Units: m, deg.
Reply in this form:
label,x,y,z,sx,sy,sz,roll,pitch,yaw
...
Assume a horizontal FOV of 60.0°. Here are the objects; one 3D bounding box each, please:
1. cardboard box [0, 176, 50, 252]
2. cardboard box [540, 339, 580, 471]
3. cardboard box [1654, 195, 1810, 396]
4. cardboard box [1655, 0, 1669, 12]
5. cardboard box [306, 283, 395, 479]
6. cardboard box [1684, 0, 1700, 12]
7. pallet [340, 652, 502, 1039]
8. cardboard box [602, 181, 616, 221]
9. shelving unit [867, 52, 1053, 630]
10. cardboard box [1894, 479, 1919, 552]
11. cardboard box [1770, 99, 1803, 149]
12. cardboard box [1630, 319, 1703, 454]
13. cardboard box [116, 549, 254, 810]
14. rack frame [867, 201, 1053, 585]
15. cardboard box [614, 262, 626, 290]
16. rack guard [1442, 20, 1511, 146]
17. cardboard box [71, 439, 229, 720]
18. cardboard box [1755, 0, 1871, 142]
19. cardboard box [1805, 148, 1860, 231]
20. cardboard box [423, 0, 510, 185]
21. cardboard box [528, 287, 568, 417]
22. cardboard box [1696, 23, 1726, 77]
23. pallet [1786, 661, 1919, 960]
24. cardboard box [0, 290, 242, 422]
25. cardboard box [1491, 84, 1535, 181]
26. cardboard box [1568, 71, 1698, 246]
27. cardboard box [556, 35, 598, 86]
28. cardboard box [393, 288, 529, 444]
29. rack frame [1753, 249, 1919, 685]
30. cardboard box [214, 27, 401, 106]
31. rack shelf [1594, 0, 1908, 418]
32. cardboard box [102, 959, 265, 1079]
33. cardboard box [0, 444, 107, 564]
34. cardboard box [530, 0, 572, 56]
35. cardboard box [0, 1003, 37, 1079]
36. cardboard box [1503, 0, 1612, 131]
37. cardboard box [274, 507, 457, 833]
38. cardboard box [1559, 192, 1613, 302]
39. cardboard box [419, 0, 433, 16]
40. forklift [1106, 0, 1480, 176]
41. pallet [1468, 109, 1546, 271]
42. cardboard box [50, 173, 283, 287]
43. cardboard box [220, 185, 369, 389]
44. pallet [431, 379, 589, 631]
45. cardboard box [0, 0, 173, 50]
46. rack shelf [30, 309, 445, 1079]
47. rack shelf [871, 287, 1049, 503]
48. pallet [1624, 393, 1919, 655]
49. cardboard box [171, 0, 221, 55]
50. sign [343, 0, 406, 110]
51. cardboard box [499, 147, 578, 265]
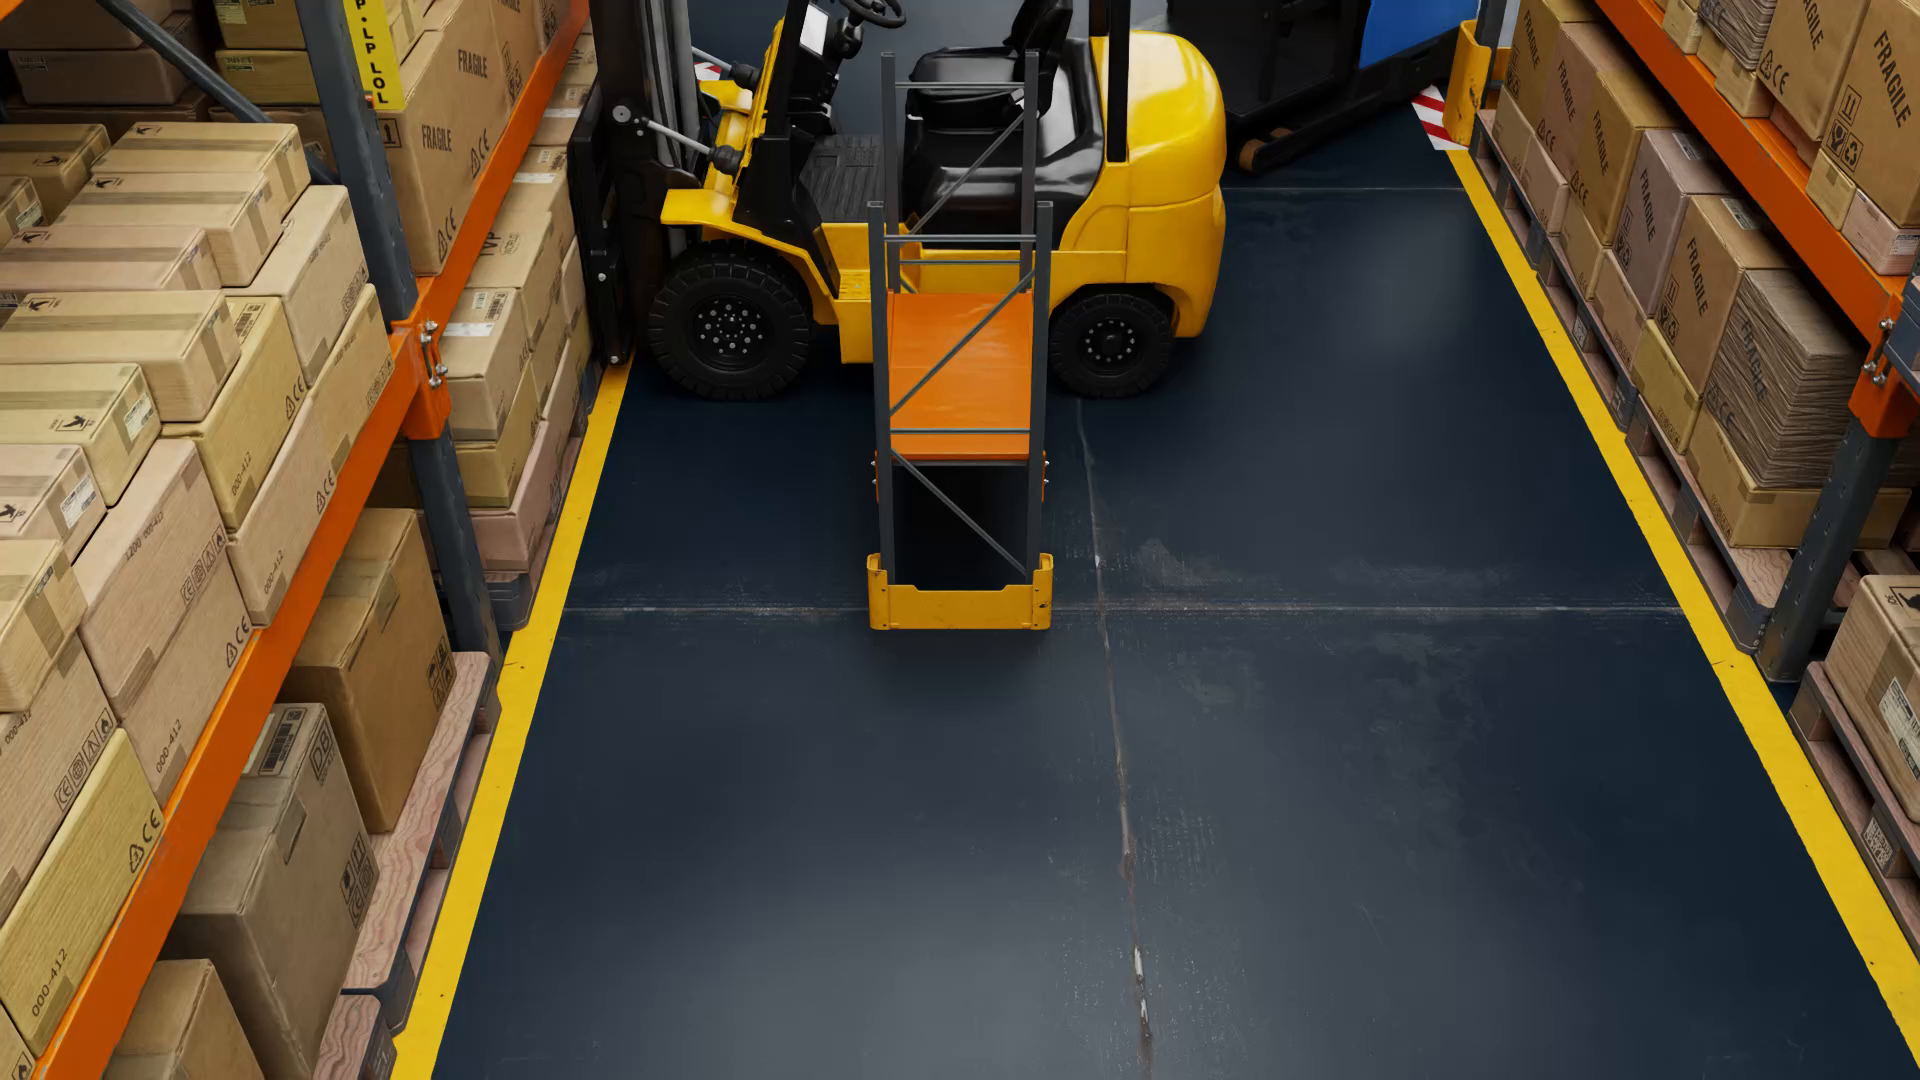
label,x,y,z,sx,sy,sz,roll,pitch,yaw
cardboard box,-2.211,-0.657,3.572,0.380,0.149,0.250,-1,39,-2
cardboard box,-1.630,-0.464,5.793,0.500,0.250,0.500,-1,39,-1
cardboard box,2.747,-0.830,5.650,0.500,0.500,0.500,1,39,1
cardboard box,2.760,-1.975,6.016,0.380,0.149,0.250,-1,39,-1
cardboard box,-1.683,-0.379,3.944,0.500,0.250,0.500,1,39,1
cardboard box,2.752,-2.158,5.726,0.500,0.500,0.500,-1,39,-1
pallet,-1.905,0.796,4.587,1.003,0.211,1.213,0,39,0
cardboard box,-1.628,-1.286,6.420,0.500,0.250,0.500,0,39,0
shelving unit,0.000,-0.633,5.340,0.587,1.500,1.083,0,39,0
cardboard box,3.288,-0.218,5.487,0.500,0.250,0.500,-2,39,-2
cardboard box,2.798,-1.336,5.219,0.380,0.149,0.250,-1,39,-1
cardboard box,2.739,-0.552,5.903,0.500,0.250,0.500,-1,39,-1
cardboard box,-1.707,0.246,3.164,0.500,0.250,0.500,0,39,0
rack frame,0.000,-0.321,4.951,0.500,1.500,0.032,0,39,0
cardboard box,-1.627,-1.102,6.590,0.500,0.250,0.500,1,39,1
rack guard,3.014,-2.237,8.141,1.175,0.500,0.348,0,39,0
cardboard box,-1.686,0.059,2.997,0.500,0.250,0.500,1,39,1
cardboard box,2.762,-1.513,4.922,0.500,0.500,0.500,1,39,1
cardboard box,2.706,-1.017,4.821,0.380,0.149,0.250,1,39,1
cardboard box,-1.702,-1.395,5.012,0.500,0.500,0.500,1,39,1
cardboard box,-1.639,-0.656,5.633,0.500,0.250,0.500,0,39,0
cardboard box,2.739,-1.656,5.619,0.380,0.149,0.250,-1,39,-1
pallet,3.021,0.817,4.562,1.003,0.211,1.213,0,39,0
cardboard box,-1.624,-0.352,3.192,0.380,0.149,0.250,-1,39,-1
cardboard box,2.738,-1.846,7.518,0.500,0.250,0.500,0,39,0
cardboard box,2.736,-1.483,6.465,0.500,0.500,0.500,1,39,1
cardboard box,-1.620,-1.812,6.676,0.500,0.250,0.500,0,39,1
cardboard box,-1.632,-0.536,5.084,0.500,0.250,0.500,-1,39,-1
rack frame,3.019,-0.758,4.298,1.000,3.000,0.127,0,39,0
cardboard box,-1.682,-1.244,4.305,0.380,0.149,0.250,-1,39,-1
rack shelf,3.016,-1.728,6.083,1.077,0.370,4.000,0,39,0
cardboard box,-1.937,1.292,3.302,0.875,0.625,0.625,-2,39,-2
cardboard box,-1.692,-0.032,2.793,0.380,0.149,0.250,0,39,0
cardboard box,-1.683,-2.026,5.800,0.500,0.500,0.500,0,39,0
cardboard box,-1.700,0.893,2.357,0.500,0.250,0.500,-1,39,-2
cardboard box,2.739,-2.124,7.265,0.500,0.500,0.500,-1,39,-2
cardboard box,-1.933,0.337,4.494,0.875,0.625,0.625,2,39,2
cardboard box,2.745,-1.186,6.694,0.500,0.250,0.500,2,39,3
cardboard box,-1.712,-1.569,4.710,0.380,0.149,0.250,0,39,0
forklift,1.278,-3.247,7.458,3.031,2.935,1.130,-29,47,-31
pallet,2.980,-1.616,7.598,1.003,0.211,1.213,0,39,0
cardboard box,-1.704,-0.670,3.588,0.380,0.149,0.250,-1,39,-1
cardboard box,-1.689,-0.582,3.798,0.500,0.250,0.500,-1,39,-1
pallet,-1.904,-0.162,5.783,1.003,0.211,1.213,0,39,0
cardboard box,-2.248,-1.360,4.212,0.380,0.149,0.250,0,39,0
rack shelf,-1.943,0.779,2.955,1.077,0.370,4.000,0,39,0
rack shelf,0.000,-0.498,5.460,0.538,0.185,1.000,0,39,0
pallet,2.983,-0.090,5.694,1.003,0.211,1.213,0,39,0
cardboard box,-2.237,-1.402,4.502,0.380,0.149,0.250,-1,39,-1
sign,-1.402,-1.180,3.961,0.100,0.325,0.005,0,39,0
cardboard box,-1.634,-1.167,5.871,0.500,0.250,0.500,1,39,1
